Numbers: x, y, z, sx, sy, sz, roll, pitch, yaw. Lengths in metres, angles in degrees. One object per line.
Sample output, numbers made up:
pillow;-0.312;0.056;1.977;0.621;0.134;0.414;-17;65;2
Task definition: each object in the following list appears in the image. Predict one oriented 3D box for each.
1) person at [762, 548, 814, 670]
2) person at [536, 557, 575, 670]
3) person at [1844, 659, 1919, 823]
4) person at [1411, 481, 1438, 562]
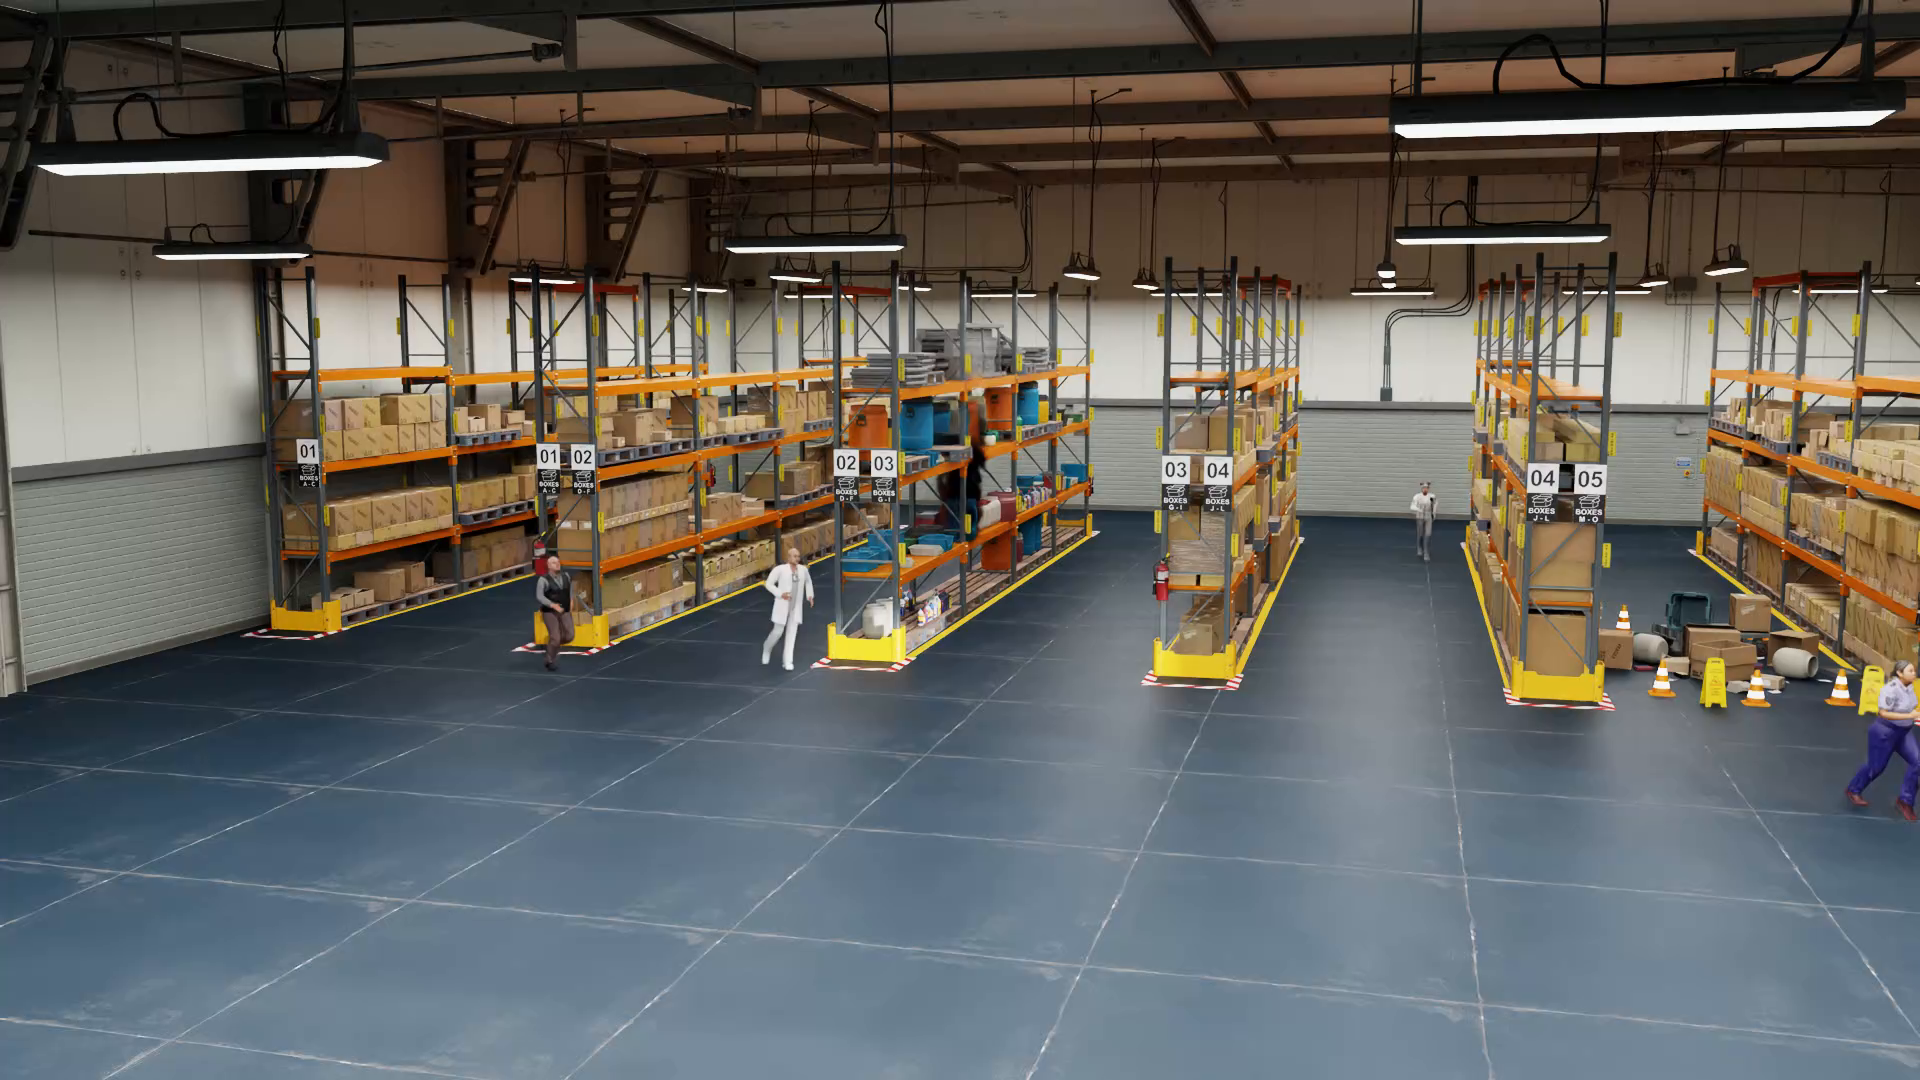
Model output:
person;-2.492;1.006;24.598;0.771;1.727;0.983;-3;8;-26
person;-5.928;1.075;24.529;0.635;1.685;0.694;7;10;43
person;9.568;2.047;17.145;0.626;1.665;0.828;-4;8;-28
person;10.111;-0.435;36.254;0.562;1.719;0.857;2;8;17
